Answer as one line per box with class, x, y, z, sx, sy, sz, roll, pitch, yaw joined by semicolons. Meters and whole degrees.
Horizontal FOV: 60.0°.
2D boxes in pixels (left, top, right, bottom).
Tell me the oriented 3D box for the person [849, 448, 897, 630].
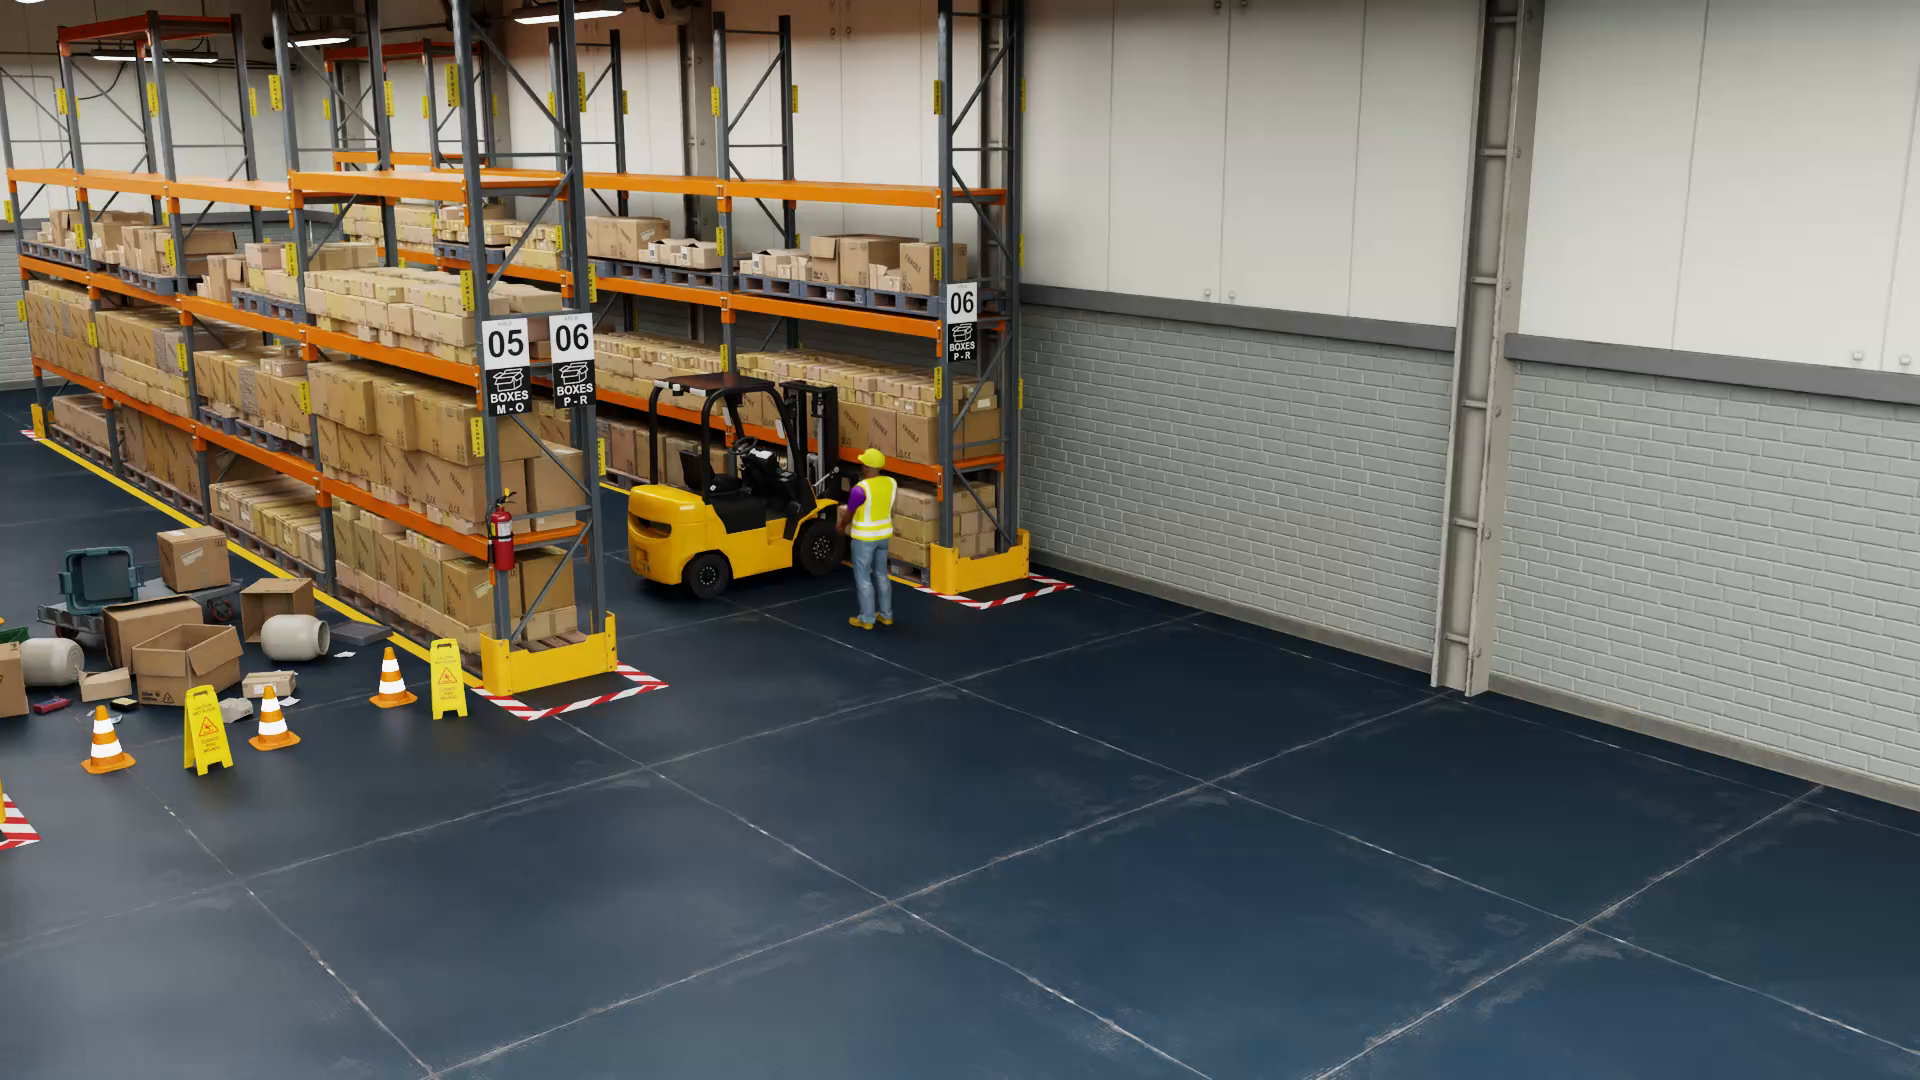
person;-0.856;-0.027;16.058;0.460;1.769;0.402;-13;19;-43
